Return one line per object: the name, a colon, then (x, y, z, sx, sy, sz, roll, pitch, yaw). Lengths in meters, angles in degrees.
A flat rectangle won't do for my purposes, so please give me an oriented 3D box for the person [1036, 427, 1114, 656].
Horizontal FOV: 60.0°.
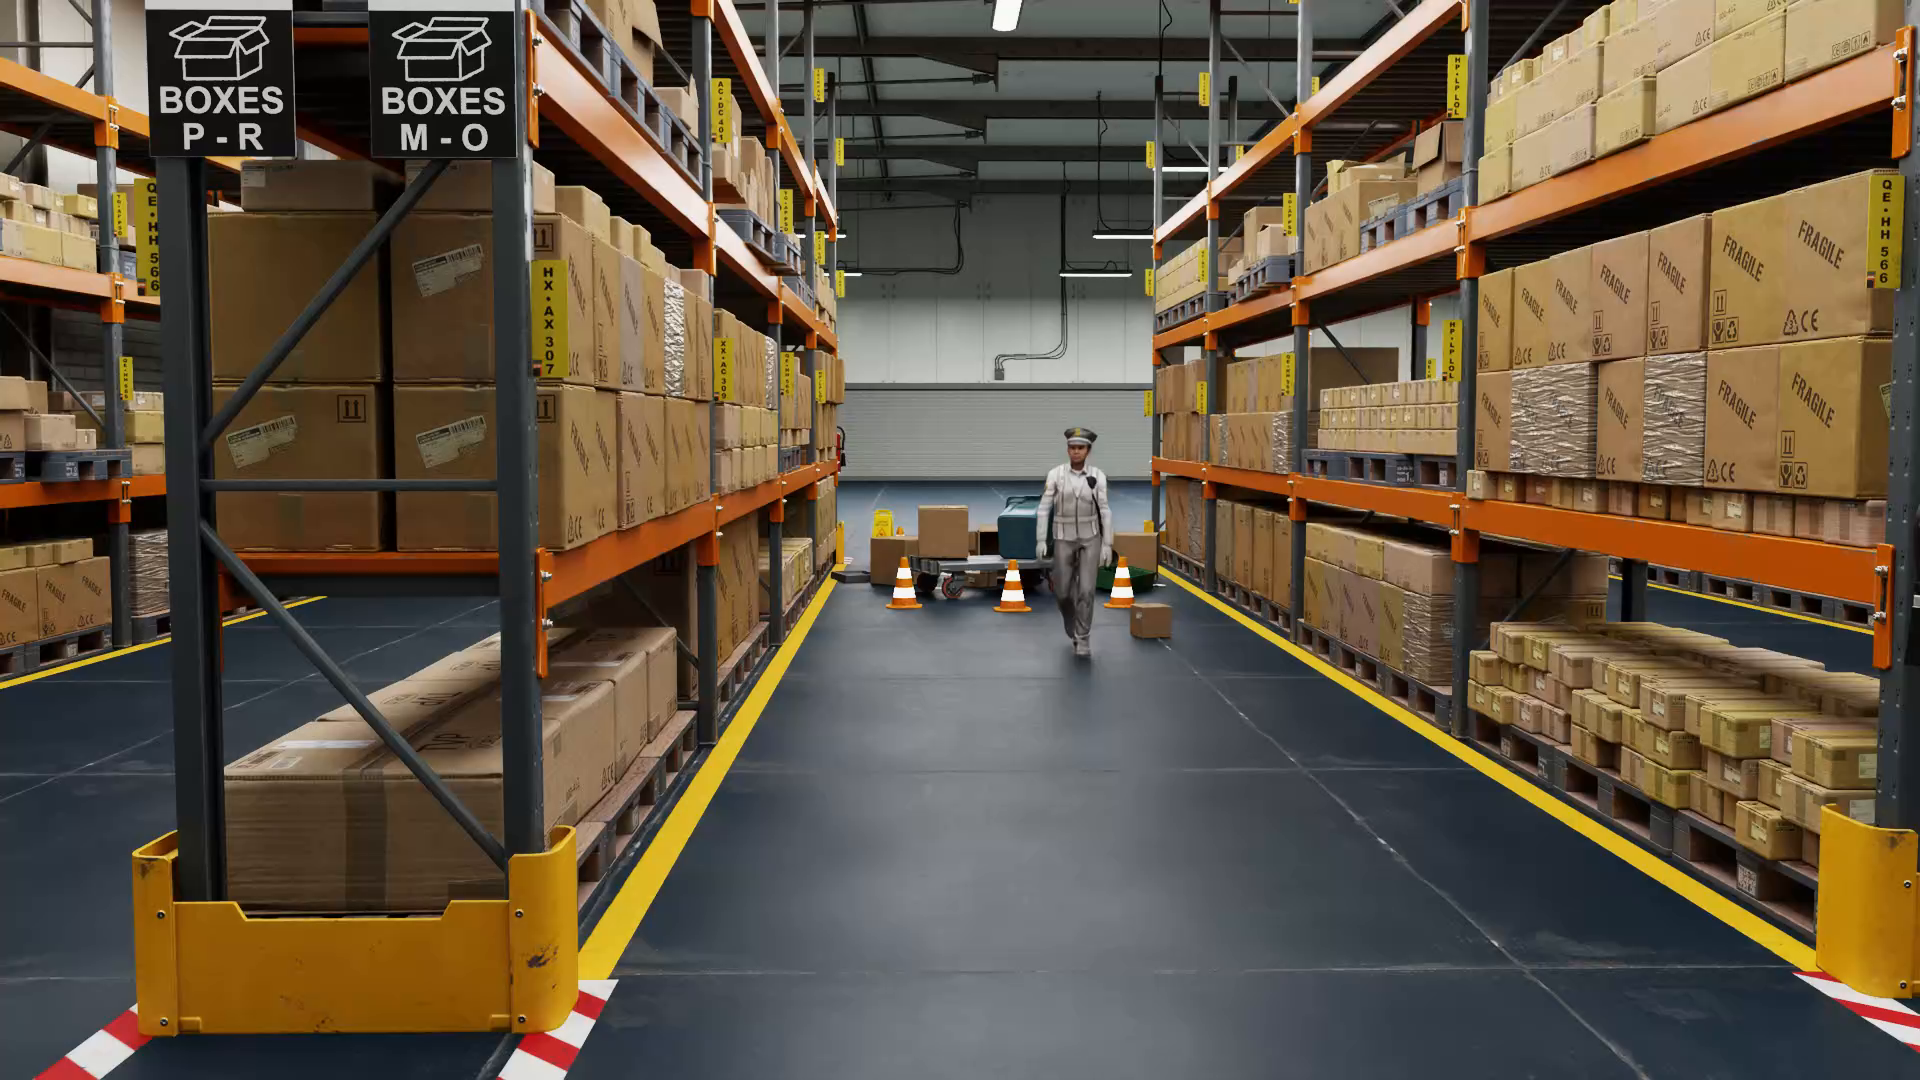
person: (0.841, -0.002, 12.223, 0.566, 1.651, 0.688, 0, 4, 3)
